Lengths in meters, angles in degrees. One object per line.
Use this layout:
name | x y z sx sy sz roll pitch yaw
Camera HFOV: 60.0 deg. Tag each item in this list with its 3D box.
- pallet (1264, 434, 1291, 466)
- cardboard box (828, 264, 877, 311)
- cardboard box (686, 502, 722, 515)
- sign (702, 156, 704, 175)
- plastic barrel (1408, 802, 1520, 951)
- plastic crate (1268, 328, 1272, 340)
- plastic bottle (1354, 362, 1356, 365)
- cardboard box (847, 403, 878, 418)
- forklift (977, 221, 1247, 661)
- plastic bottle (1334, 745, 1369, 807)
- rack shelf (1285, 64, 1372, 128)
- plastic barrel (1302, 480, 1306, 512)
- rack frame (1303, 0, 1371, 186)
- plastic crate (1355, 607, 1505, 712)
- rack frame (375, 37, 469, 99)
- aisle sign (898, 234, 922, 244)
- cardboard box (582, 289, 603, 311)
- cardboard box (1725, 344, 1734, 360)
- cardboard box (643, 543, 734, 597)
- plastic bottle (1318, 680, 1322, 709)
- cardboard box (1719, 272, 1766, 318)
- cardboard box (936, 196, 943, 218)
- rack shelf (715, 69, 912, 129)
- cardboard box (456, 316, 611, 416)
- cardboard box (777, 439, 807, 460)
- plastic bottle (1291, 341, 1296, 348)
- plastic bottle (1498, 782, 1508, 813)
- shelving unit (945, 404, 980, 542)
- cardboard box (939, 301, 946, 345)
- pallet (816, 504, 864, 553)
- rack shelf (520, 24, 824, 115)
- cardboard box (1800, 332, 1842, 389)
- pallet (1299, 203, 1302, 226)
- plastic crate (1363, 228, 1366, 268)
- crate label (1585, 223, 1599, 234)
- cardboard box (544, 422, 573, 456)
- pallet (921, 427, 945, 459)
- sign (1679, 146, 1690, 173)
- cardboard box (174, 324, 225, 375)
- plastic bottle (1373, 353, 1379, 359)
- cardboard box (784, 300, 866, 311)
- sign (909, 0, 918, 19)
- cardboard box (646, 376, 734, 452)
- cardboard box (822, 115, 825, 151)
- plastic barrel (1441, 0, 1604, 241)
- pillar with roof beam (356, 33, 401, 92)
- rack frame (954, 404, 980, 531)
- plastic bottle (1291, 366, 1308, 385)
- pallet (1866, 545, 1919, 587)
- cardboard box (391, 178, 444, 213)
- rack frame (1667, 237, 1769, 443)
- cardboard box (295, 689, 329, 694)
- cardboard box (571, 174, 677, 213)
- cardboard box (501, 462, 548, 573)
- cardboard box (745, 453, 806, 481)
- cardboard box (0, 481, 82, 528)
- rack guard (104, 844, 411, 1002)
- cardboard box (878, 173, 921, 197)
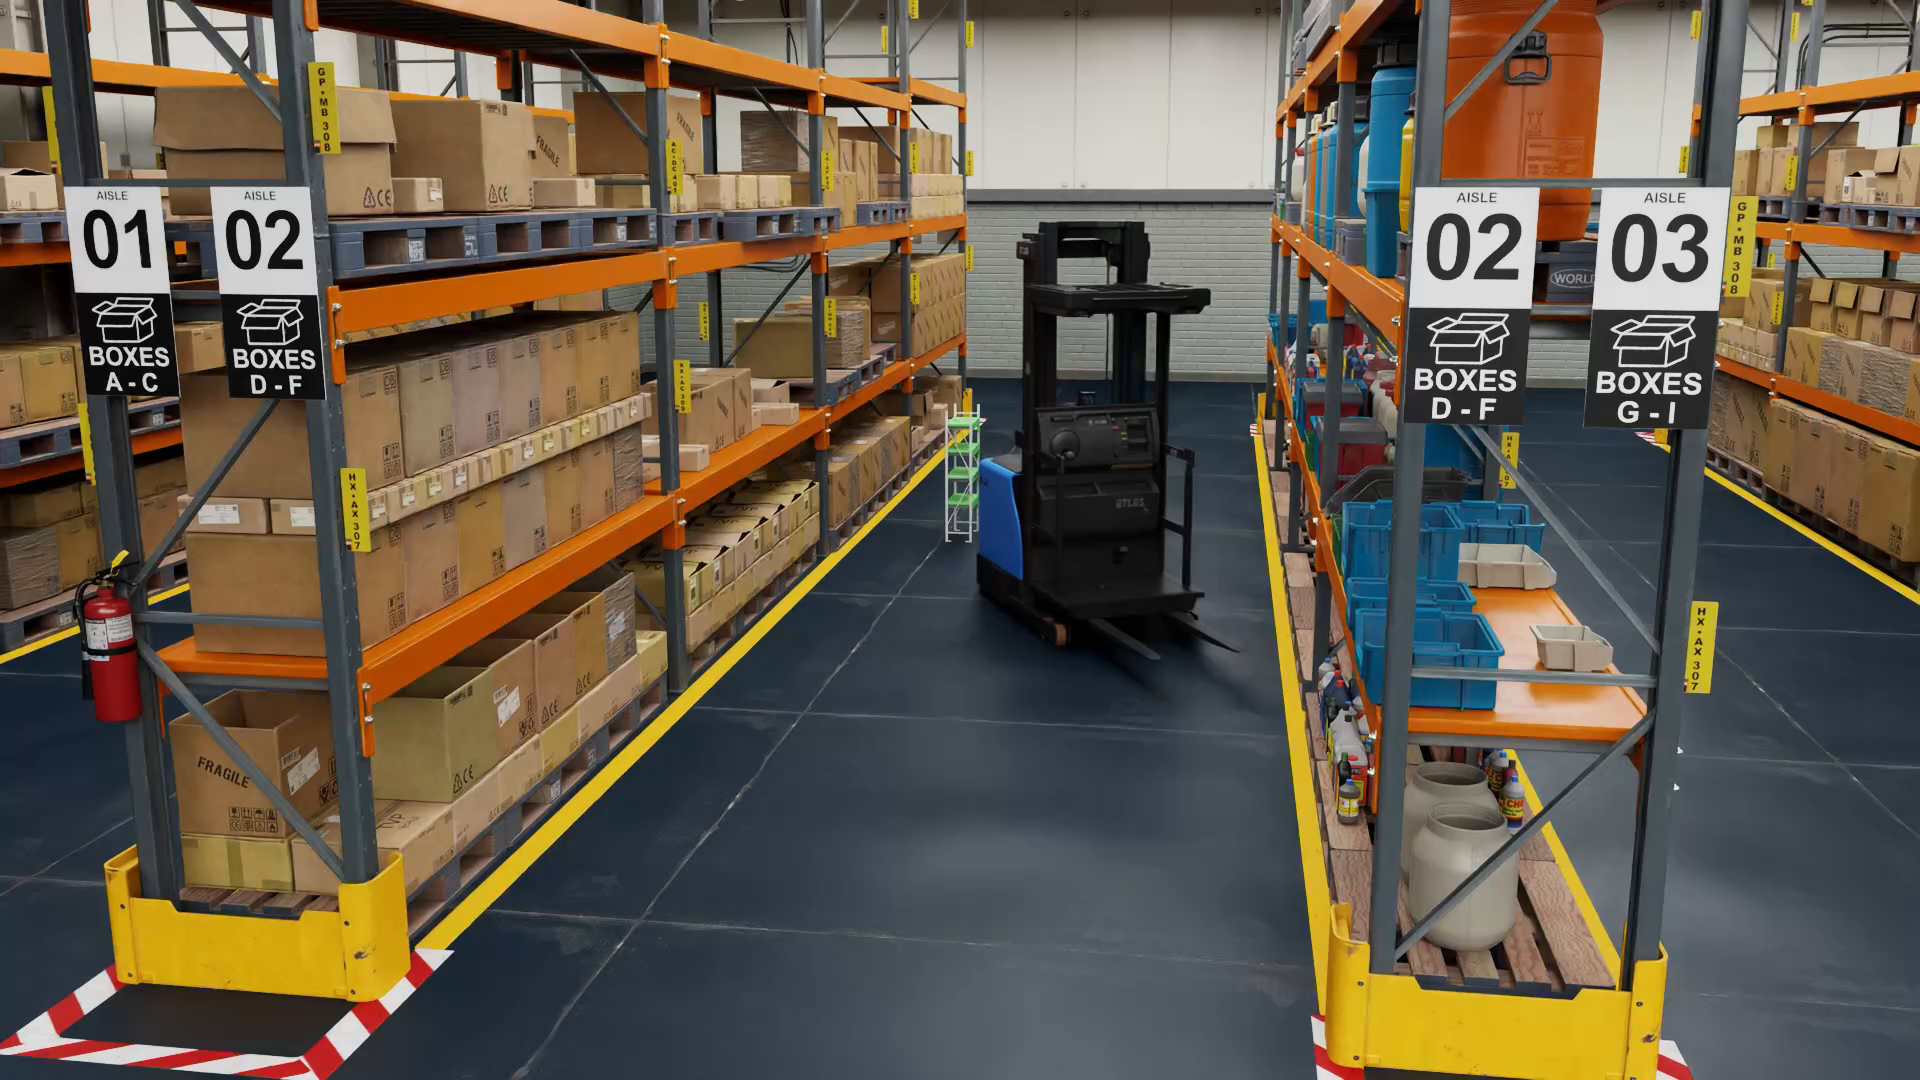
pallet | 4.117 -1.056 19.648 1.003 0.211 1.213 2 12 9
cardboard box | -1.215 -2.823 18.616 0.500 0.500 0.500 2 12 9
cardboard box | -2.176 -0.159 13.065 0.500 0.311 0.500 2 12 7
sign | -2.188 -3.076 14.054 0.100 0.325 0.005 2 12 9
plastic barrel | 2.037 1.359 6.730 0.421 0.512 0.421 0 12 0
plastic crate | 3.873 -2.497 20.200 0.250 0.136 0.298 2 12 9
plastic bottle | 3.799 -1.597 15.847 0.097 0.271 0.097 0 12 0
cardboard box | -1.230 -1.292 19.015 0.500 0.500 0.500 2 12 9
forklift | 1.078 -0.772 11.876 1.130 2.935 3.031 -4 13 -18
plastic bottle | 1.926 1.156 8.185 0.152 0.276 0.135 2 12 9
rack shelf | 3.549 -3.979 15.010 1.077 0.370 4.000 2 12 9
plastic barrel | 3.474 -0.541 15.368 0.600 0.588 0.708 2 12 9
rack frame | 3.242 -4.110 12.961 1.000 3.000 0.127 2 12 9
plastic crate | 1.793 0.447 6.409 0.499 0.251 0.616 2 12 9
rack frame | -5.932 -5.264 18.314 1.000 3.000 0.127 2 12 9
aisle sign | -0.702 -4.298 21.905 0.394 0.787 0.004 2 12 9
cardboard box | -5.386 -3.204 22.284 0.980 0.700 0.700 2 12 11
cardboard box | 8.671 -2.068 18.323 0.380 0.149 0.250 2 12 8
cardboard box | -1.876 0.177 11.508 0.500 0.311 0.500 2 12 8
plastic bottle | 2.129 0.882 9.637 0.097 0.201 0.097 0 12 0
cardboard box | 8.875 -2.817 19.074 0.500 0.500 0.500 2 12 7
cardboard box | -0.485 -3.970 19.786 0.500 0.250 0.500 2 12 9
rack shelf | -1.345 -4.140 15.759 1.077 0.370 4.000 2 12 9
cardboard box | -2.406 -0.991 9.412 0.700 0.500 0.500 2 12 9
cardboard box | -1.736 -0.912 15.473 0.500 0.250 0.500 2 12 11
plastic bottle | 3.476 -1.915 17.131 0.144 0.351 0.185 2 12 9
plastic bottle | 2.614 1.252 7.918 0.097 0.201 0.097 0 12 0
shelving unit | 0.025 -0.621 15.283 0.258 1.200 0.503 2 12 9
cardboard box | -0.458 -2.634 20.115 0.500 0.500 0.500 2 12 8
pallet | -1.500 -0.130 15.350 1.003 0.211 1.213 2 12 9
rack shelf | -1.960 -3.308 11.895 1.077 0.370 4.000 2 12 9
cardboard box | 8.357 -1.706 15.809 0.500 0.500 0.500 2 12 9
pallet | 3.661 -2.981 15.292 1.003 0.211 1.213 2 12 9
plastic crate | 2.115 -1.388 7.952 0.336 0.188 0.450 2 12 9
crate label | 2.626 -1.285 7.323 0.502 0.251 0.408 2 12 9
cardboard box | -2.294 -0.544 8.877 0.380 0.149 0.250 2 12 10
pallet | -0.745 -1.206 20.344 1.003 0.211 1.213 2 12 9
sign | 8.819 -4.634 20.248 0.100 0.325 0.005 2 12 9
cardboard box | -6.669 -1.547 14.026 0.700 0.500 0.500 1 12 3
plastic bottle | 3.869 -1.555 15.460 0.144 0.351 0.185 2 12 9
cardboard box | -1.374 -2.189 17.052 0.700 0.500 0.500 4 13 18
sign | -0.488 -5.621 17.380 0.100 0.325 0.005 2 12 9
cardboard box | -1.975 -0.928 12.199 0.500 0.500 0.500 2 12 9
cardboard box | -1.500 -3.539 14.822 0.500 0.500 0.500 2 12 9
plastic barrel | 1.960 -1.499 5.948 0.600 0.830 0.708 2 12 9
pillar with roof beam | -2.426 -5.298 18.473 9.100 9.000 0.400 2 12 9
rack frame | 0.063 -0.672 15.519 0.240 1.200 0.015 2 12 9
plastic bottle | 3.124 -1.521 15.304 0.144 0.351 0.185 2 12 9
pallet | 8.331 0.185 13.892 1.003 0.211 1.213 2 12 9
cardboard box | -2.527 -1.530 7.375 0.380 0.149 0.250 2 12 9
rack frame | 9.366 -2.682 20.575 1.000 3.000 0.127 2 12 9
cardboard box | -2.955 0.769 8.311 0.500 0.500 0.500 2 12 9
cardboard box | -2.163 -2.232 10.727 0.500 0.250 0.500 3 13 15
cardboard box | -2.563 -0.141 8.548 0.700 0.500 0.500 2 12 10
cardboard box | -1.740 -0.534 15.497 0.500 0.500 0.500 2 12 11
cardboard box | -7.002 -0.271 12.496 0.500 0.250 0.500 2 12 7
rack guard | -2.886 1.554 6.854 1.175 0.500 0.348 2 12 9
cardboard box | -0.717 -3.902 18.284 0.500 0.250 0.500 2 12 9
